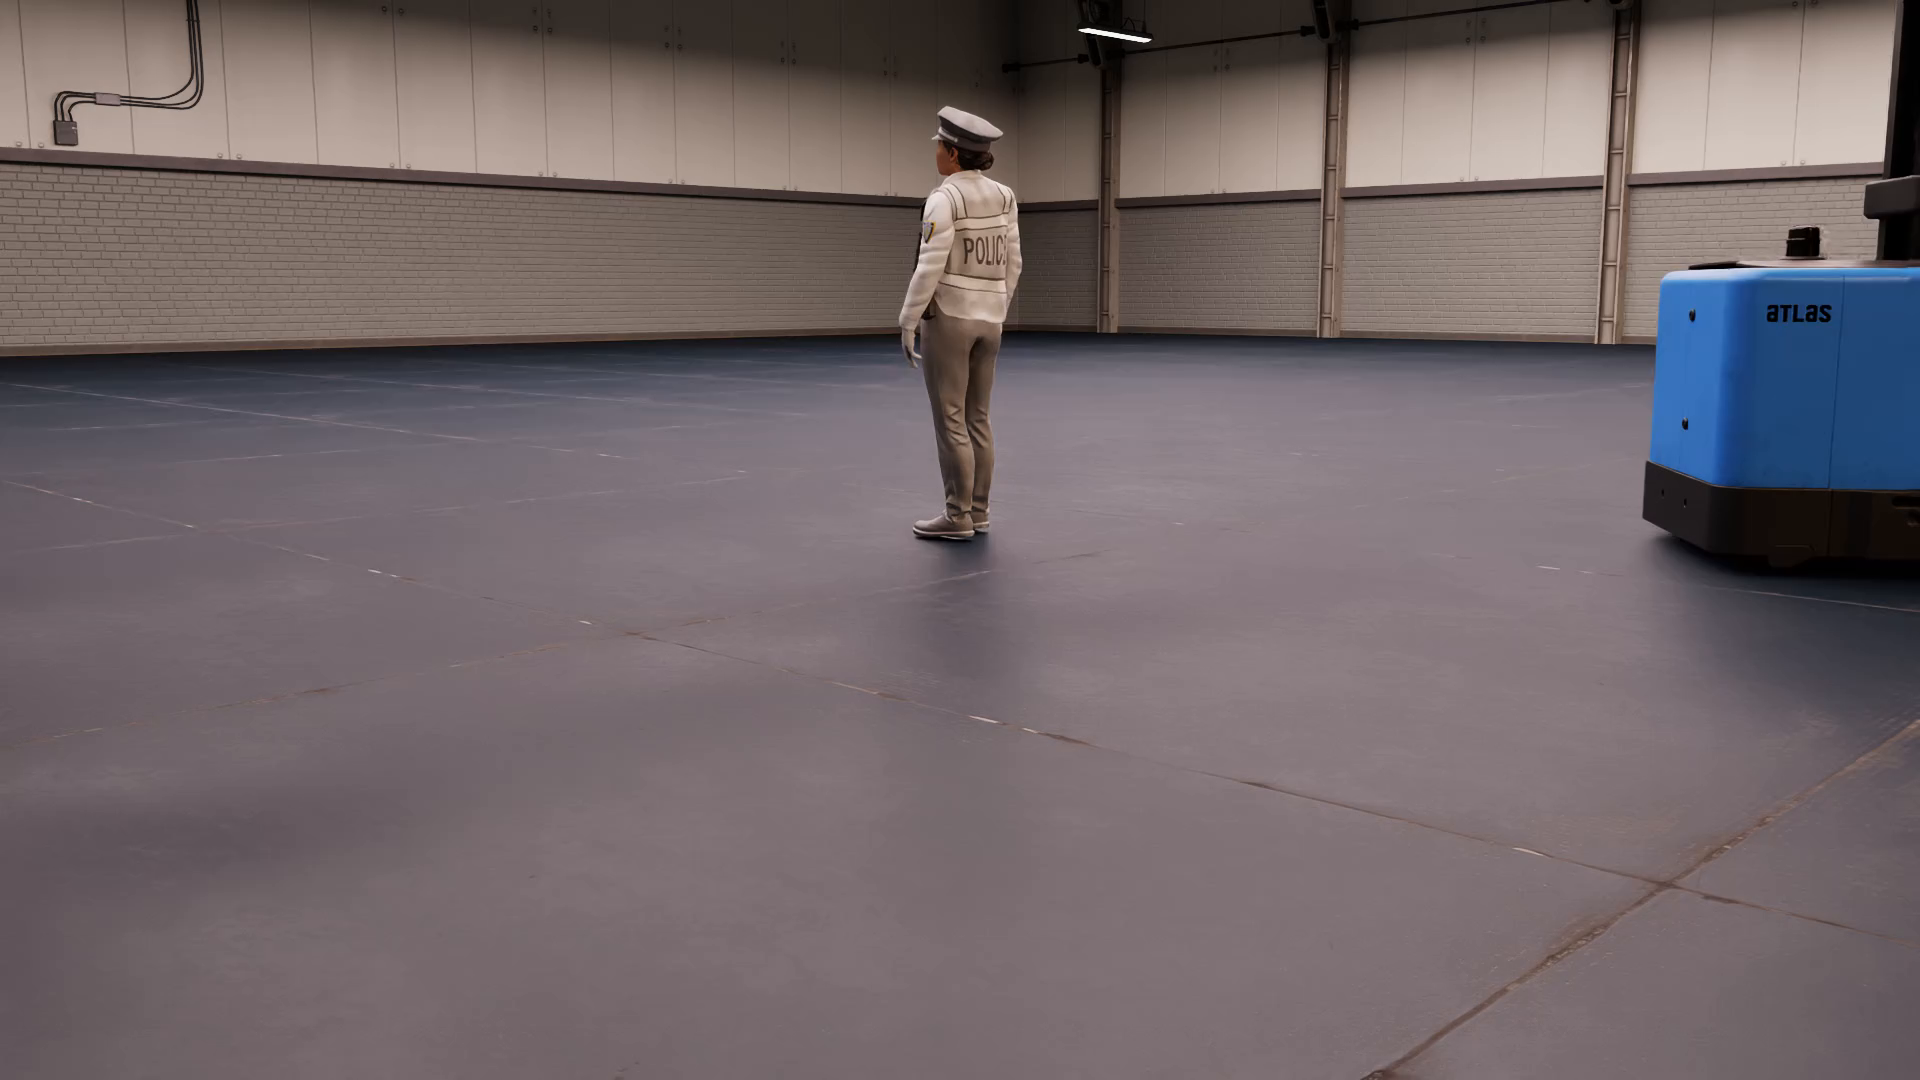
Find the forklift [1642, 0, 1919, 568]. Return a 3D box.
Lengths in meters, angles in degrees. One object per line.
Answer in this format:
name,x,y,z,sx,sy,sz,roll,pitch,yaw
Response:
forklift,4.238,-1.371,5.981,3.031,2.935,1.130,1,9,8

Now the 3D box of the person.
person,-0.045,-0.853,6.642,0.531,1.695,0.588,8,12,43
